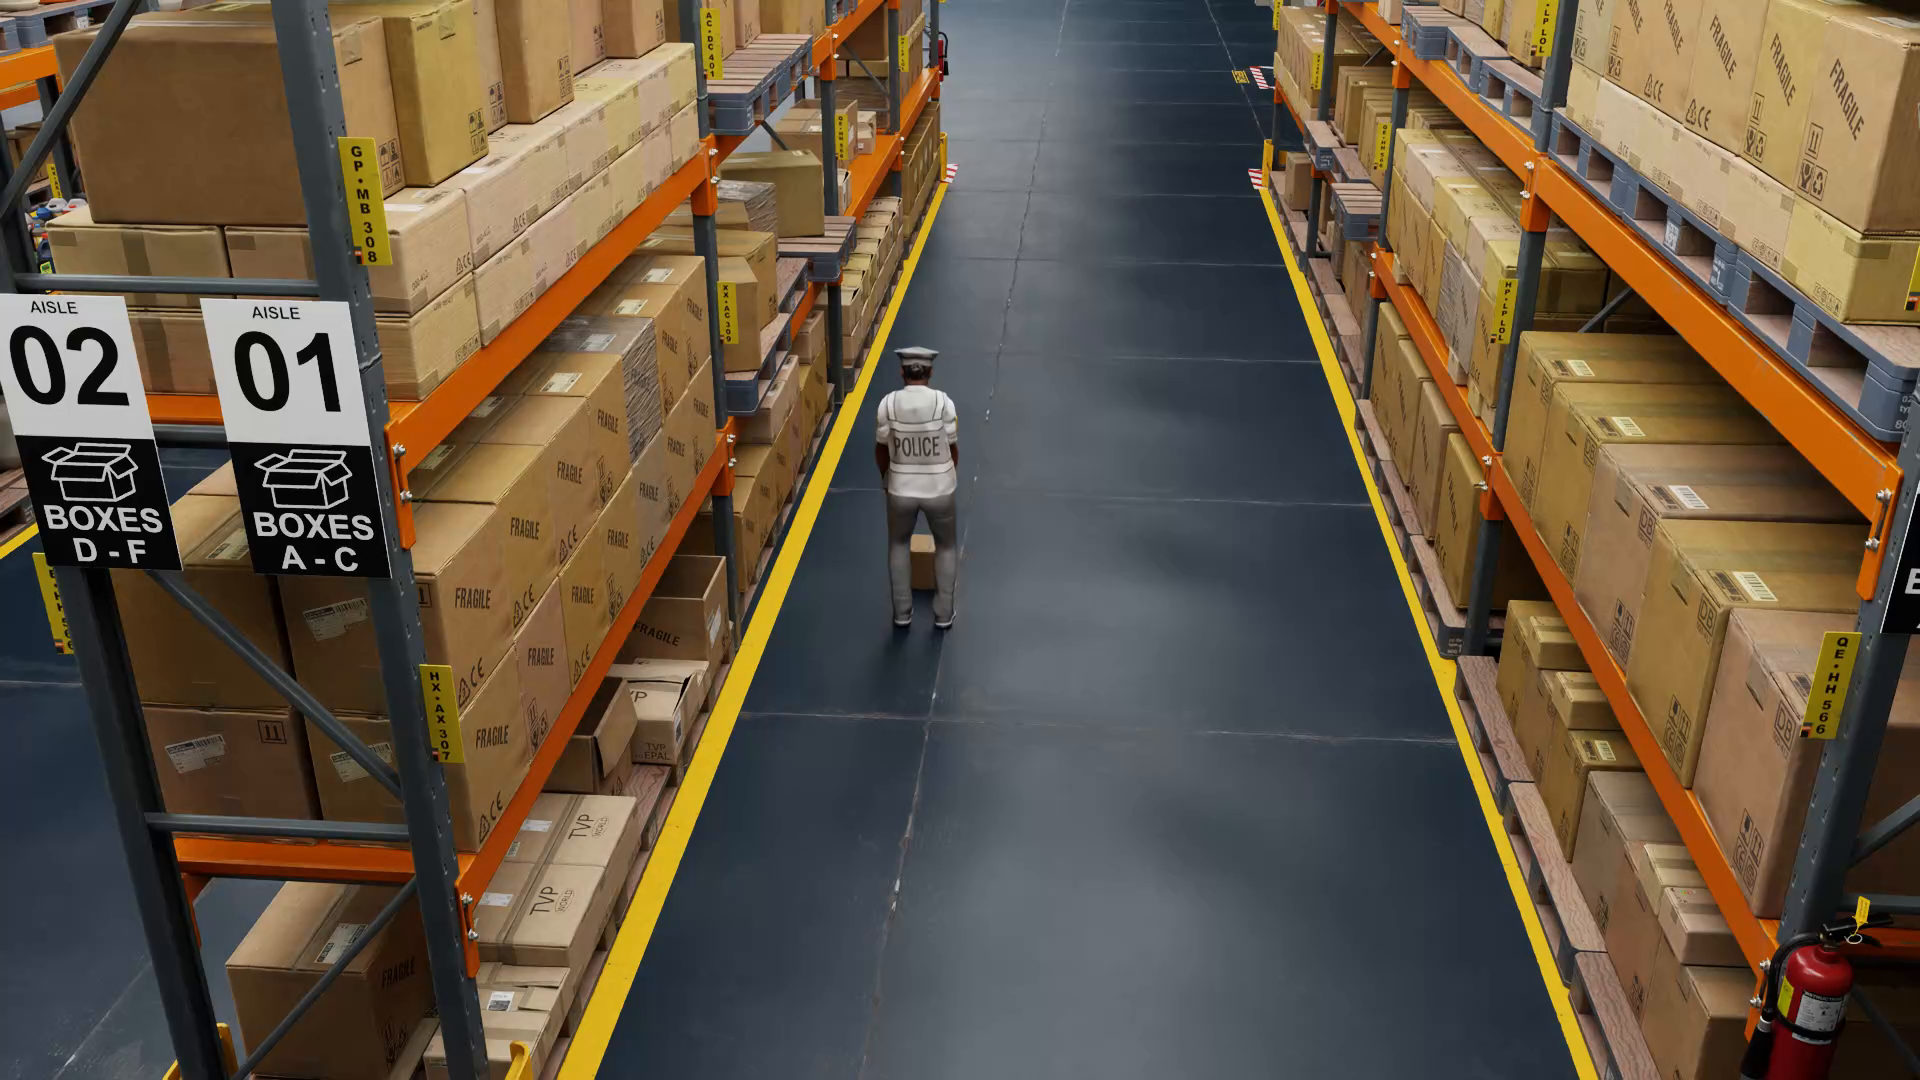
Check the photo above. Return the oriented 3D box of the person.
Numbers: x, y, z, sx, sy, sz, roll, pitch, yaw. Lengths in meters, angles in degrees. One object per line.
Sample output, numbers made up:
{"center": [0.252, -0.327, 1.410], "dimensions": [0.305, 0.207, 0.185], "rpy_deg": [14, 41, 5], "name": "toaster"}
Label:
{"center": [-0.240, -0.280, 9.290], "dimensions": [0.461, 1.615, 0.460], "rpy_deg": [2, 25, 4], "name": "person"}
